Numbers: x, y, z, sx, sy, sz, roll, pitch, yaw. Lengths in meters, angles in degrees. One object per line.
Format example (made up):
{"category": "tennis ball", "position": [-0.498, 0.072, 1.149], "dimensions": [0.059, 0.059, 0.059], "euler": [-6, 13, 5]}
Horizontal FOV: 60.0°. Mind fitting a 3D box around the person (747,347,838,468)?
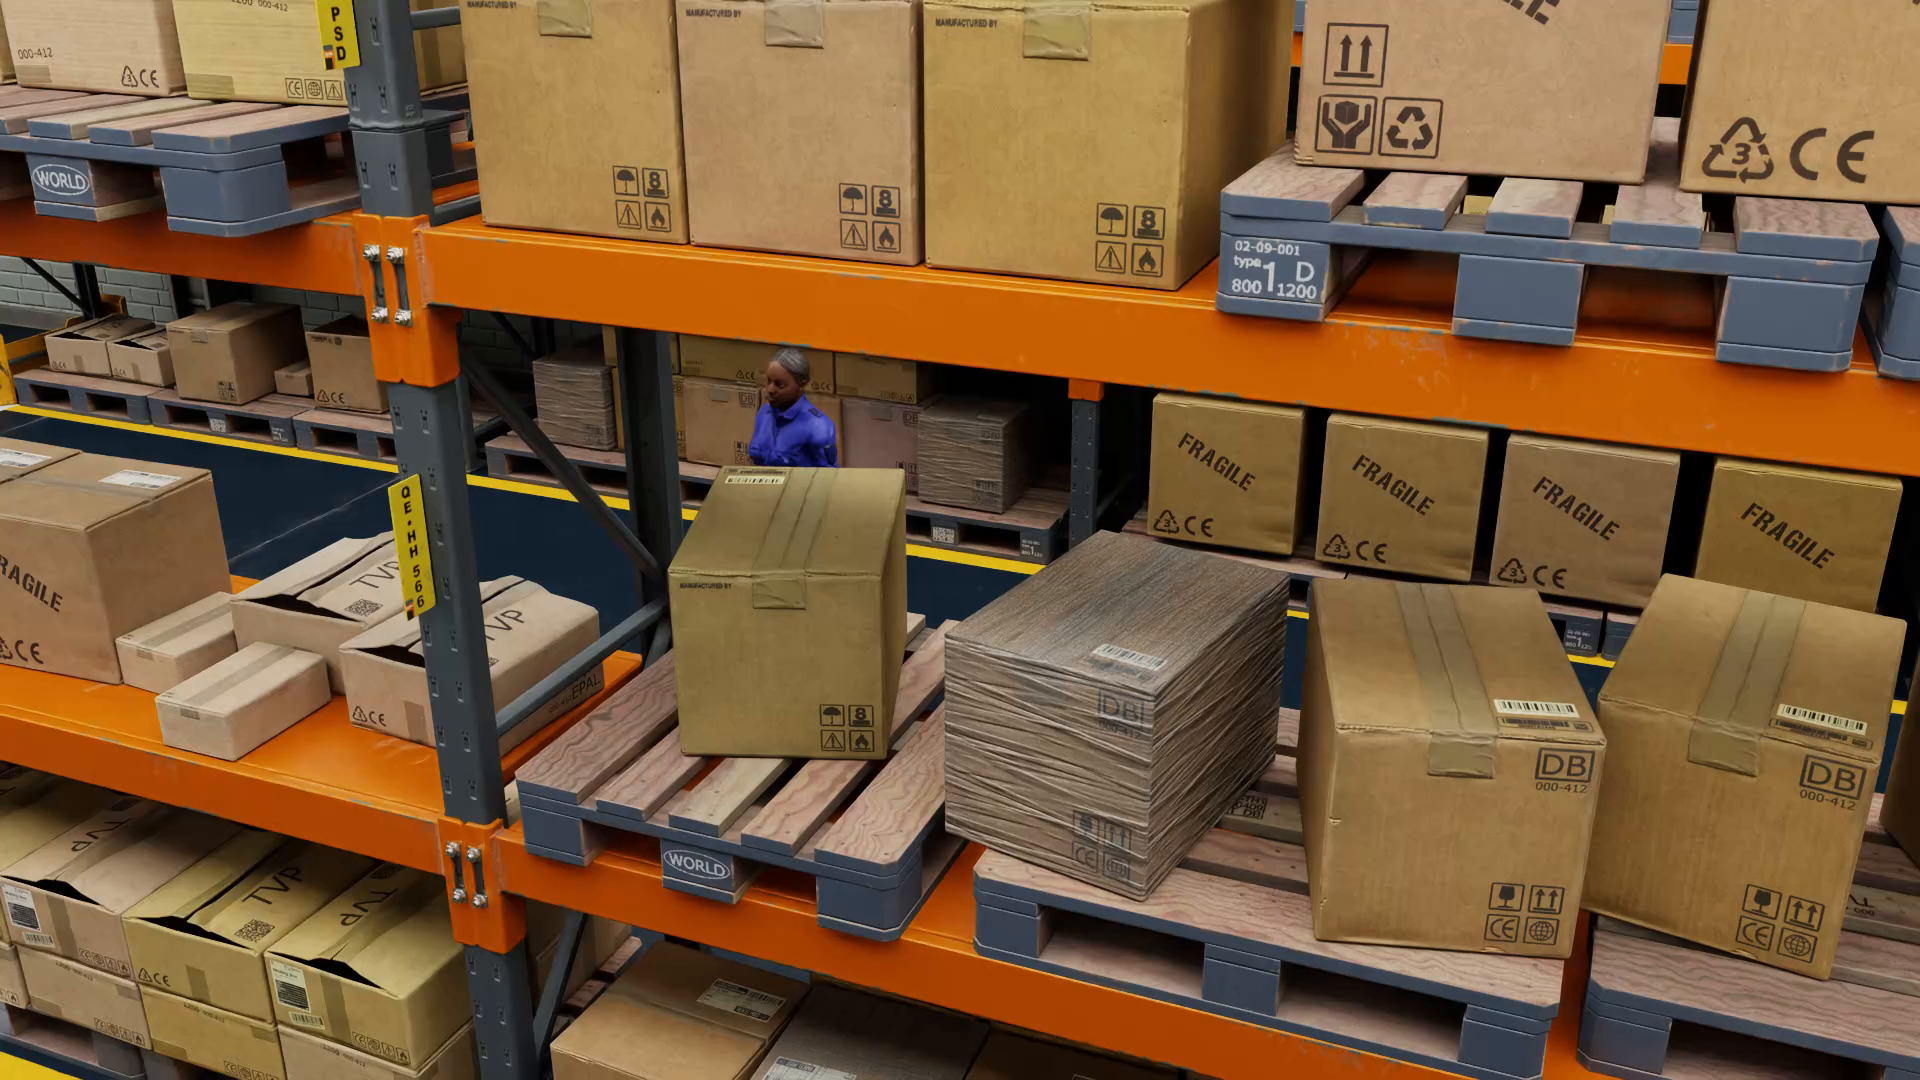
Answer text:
{"category": "person", "position": [-0.764, -0.014, 7.110], "dimensions": [0.585, 1.650, 0.504], "euler": [-17, 28, -35]}
